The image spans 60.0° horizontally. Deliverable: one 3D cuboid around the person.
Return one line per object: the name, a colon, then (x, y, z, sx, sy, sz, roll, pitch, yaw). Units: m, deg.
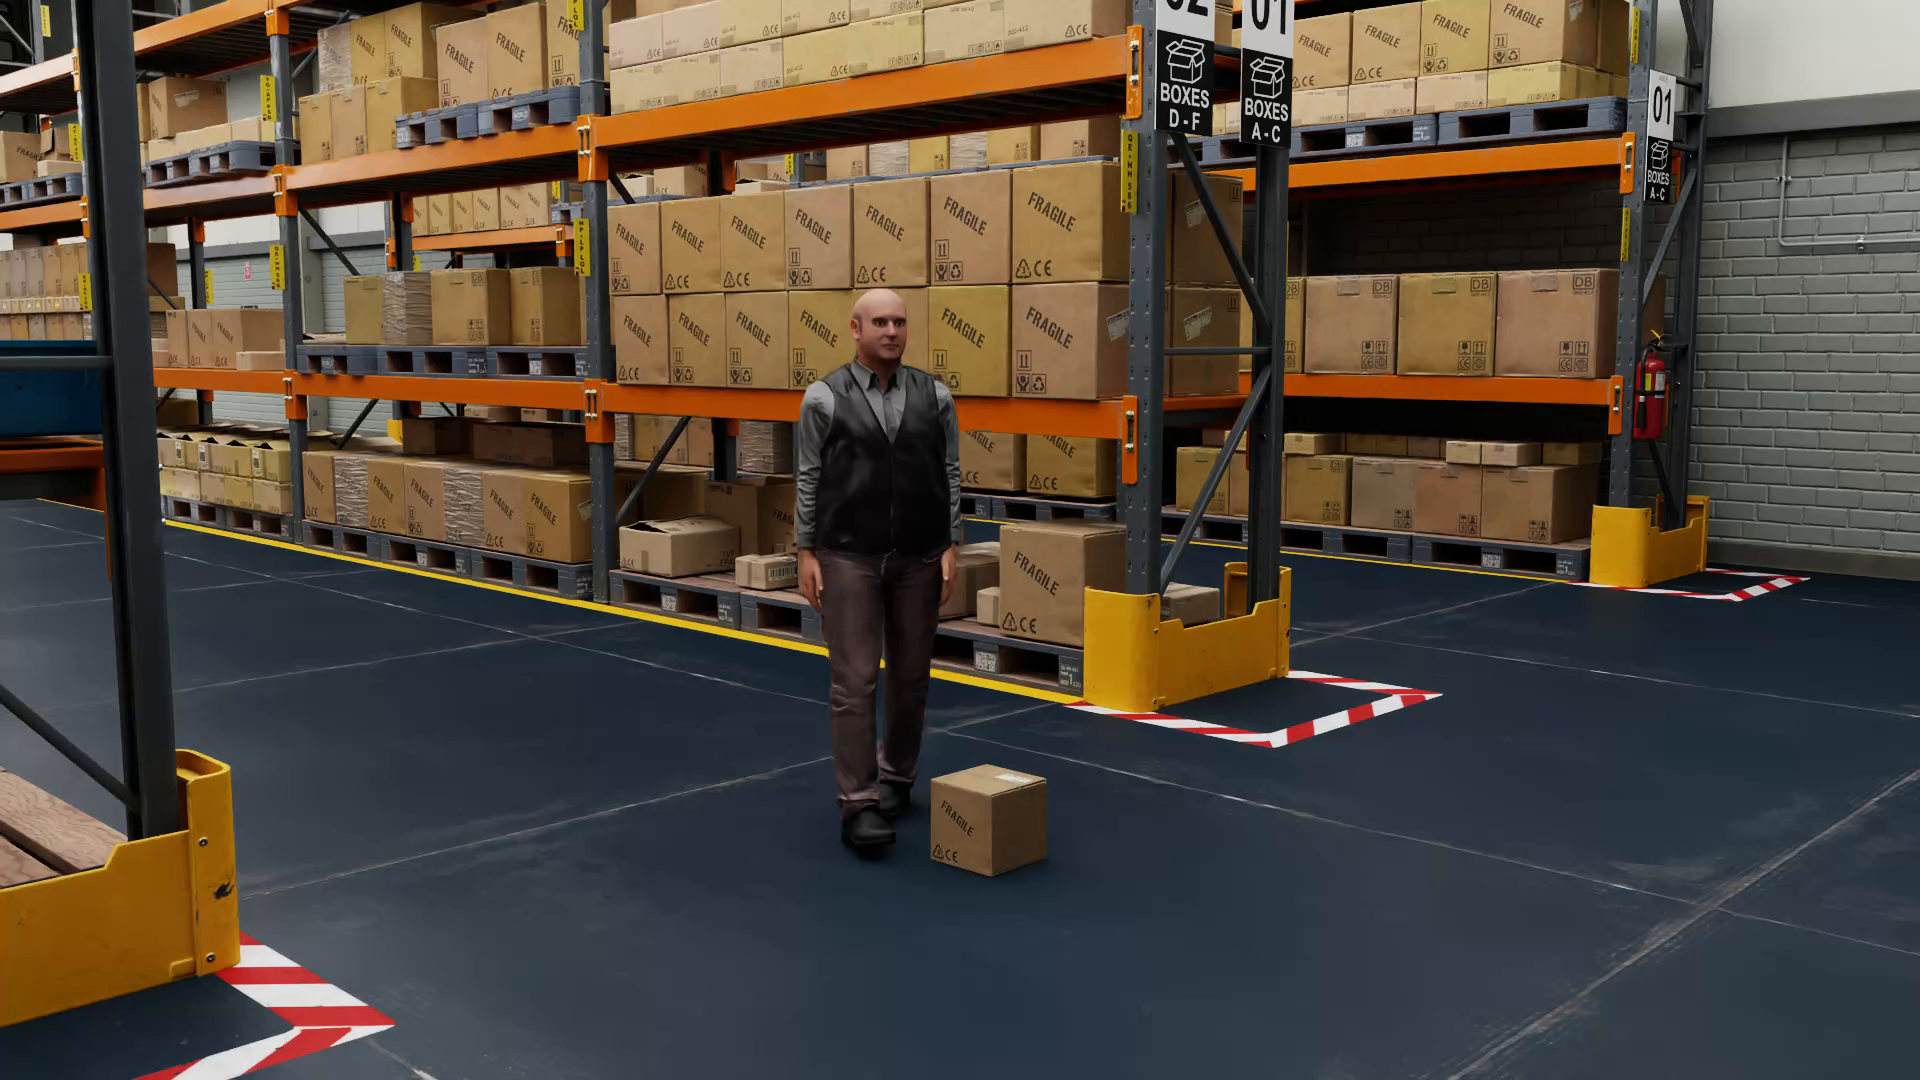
person: (-0.226, 0.074, 5.229, 0.538, 1.716, 0.670, -2, 7, -17)
